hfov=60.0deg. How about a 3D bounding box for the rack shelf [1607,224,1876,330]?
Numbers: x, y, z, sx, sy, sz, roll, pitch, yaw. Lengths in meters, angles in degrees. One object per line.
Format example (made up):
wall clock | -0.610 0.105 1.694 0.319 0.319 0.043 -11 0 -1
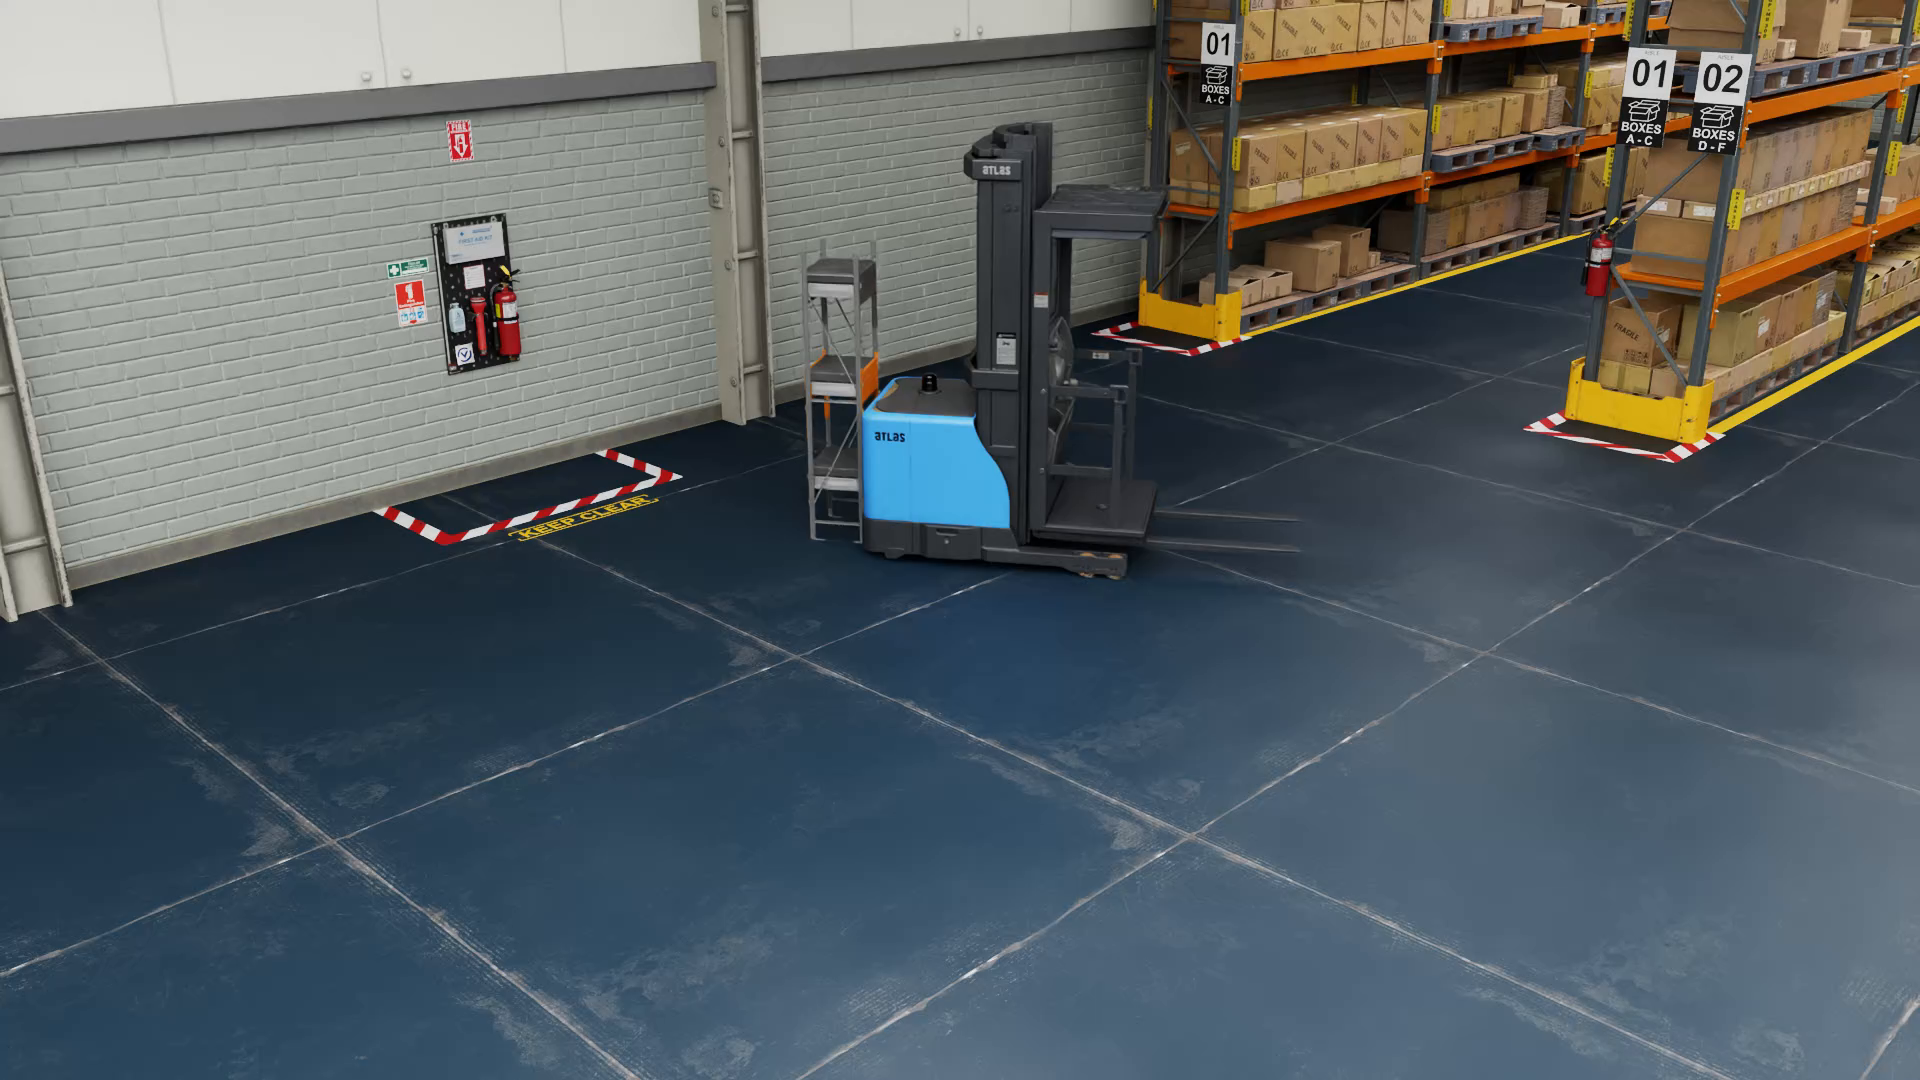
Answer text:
rack shelf | 7.359 -2.588 15.629 1.077 0.370 4.000 19 28 41

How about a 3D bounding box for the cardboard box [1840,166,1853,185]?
cardboard box | 8.364 -3.533 16.041 0.380 0.149 0.250 18 28 39

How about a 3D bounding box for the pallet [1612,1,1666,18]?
pallet | 9.182 -7.484 23.447 1.213 0.211 1.003 -19 28 -40

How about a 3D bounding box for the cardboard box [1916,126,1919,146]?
cardboard box | 11.904 -4.899 19.914 0.700 0.500 0.500 9 23 23

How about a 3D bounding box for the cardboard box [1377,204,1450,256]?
cardboard box | 5.704 -3.909 20.934 0.500 0.500 0.700 -19 28 -40

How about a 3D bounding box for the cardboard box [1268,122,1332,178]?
cardboard box | 3.678 -4.241 18.064 0.500 0.500 0.500 18 27 39

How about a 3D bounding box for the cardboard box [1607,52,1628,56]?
cardboard box | 9.916 -7.089 24.710 0.500 0.250 0.500 20 28 41

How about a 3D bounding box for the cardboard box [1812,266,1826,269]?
cardboard box | 8.832 -2.788 17.613 0.500 0.311 0.500 19 28 41

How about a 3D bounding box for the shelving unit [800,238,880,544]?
shelving unit | -0.839 -1.055 11.893 0.431 2.100 0.503 4 21 10

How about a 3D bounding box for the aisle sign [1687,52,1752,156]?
aisle sign | 6.138 -3.530 13.453 0.394 0.787 0.004 19 28 41

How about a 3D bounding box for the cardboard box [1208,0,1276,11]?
cardboard box | 2.855 -5.610 16.746 0.500 0.500 0.500 17 27 37

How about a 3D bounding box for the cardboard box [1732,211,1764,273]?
cardboard box | 6.662 -2.709 14.803 0.500 0.500 0.700 -19 28 -41

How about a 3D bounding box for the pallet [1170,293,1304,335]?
pallet | 3.057 -2.566 18.457 1.003 0.211 1.213 19 28 41

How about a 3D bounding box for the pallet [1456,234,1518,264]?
pallet | 6.596 -3.891 21.903 1.003 0.211 1.213 19 28 41

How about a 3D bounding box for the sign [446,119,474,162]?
sign | -3.733 -2.982 12.420 0.001 0.298 0.199 19 28 41

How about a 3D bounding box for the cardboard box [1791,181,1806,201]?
cardboard box | 7.465 -3.201 15.178 0.380 0.149 0.250 20 28 41

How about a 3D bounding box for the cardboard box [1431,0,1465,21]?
cardboard box | 5.642 -6.440 19.743 0.500 0.500 0.500 -15 26 -35

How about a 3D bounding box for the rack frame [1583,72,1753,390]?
rack frame | 5.964 -2.410 14.163 1.000 3.000 0.127 19 28 41

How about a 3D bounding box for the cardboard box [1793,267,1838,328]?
cardboard box | 8.231 -2.401 16.342 0.500 0.500 0.500 19 28 41

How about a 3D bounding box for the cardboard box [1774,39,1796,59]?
cardboard box | 6.911 -4.212 14.241 0.380 0.149 0.250 19 28 41

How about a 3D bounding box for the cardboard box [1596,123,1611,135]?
cardboard box | 8.817 -5.733 23.133 0.250 0.149 0.380 -19 28 -40

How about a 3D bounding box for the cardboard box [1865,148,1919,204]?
cardboard box | 10.019 -3.942 18.010 0.500 0.500 0.500 19 28 41

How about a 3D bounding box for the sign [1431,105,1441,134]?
sign | 5.597 -4.947 19.558 0.100 0.325 0.005 19 28 41

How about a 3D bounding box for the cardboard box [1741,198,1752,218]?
cardboard box | 6.574 -2.875 14.329 0.380 0.149 0.250 18 28 39

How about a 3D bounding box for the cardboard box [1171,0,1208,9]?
cardboard box | 2.526 -5.748 17.106 0.500 0.500 0.500 -19 28 -40

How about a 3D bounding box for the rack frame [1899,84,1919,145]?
rack frame | 11.545 -4.466 19.513 1.000 3.000 0.127 19 28 41

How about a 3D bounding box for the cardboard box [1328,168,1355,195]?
cardboard box | 4.046 -4.030 18.559 0.500 0.250 0.500 20 28 41

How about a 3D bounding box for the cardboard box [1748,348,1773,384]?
cardboard box | 7.193 -1.662 15.465 0.500 0.250 0.500 19 28 41

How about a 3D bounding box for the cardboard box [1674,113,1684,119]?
cardboard box | 10.592 -6.397 24.858 0.250 0.149 0.380 -20 28 -41

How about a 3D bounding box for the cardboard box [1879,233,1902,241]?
cardboard box | 10.609 -3.442 19.315 0.500 0.311 0.500 18 28 39

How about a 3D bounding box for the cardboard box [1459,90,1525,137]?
cardboard box | 6.819 -5.508 21.471 0.700 0.500 0.500 19 28 41

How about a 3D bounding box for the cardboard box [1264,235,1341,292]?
cardboard box | 3.905 -3.165 18.999 0.700 0.500 0.500 17 27 37

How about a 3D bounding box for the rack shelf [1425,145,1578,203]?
rack shelf | 6.598 -4.855 21.528 1.077 0.370 4.000 19 28 41

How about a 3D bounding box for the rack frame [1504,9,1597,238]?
rack frame | 7.993 -5.705 22.736 1.000 3.000 0.127 19 28 41

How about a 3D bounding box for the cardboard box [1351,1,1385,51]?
cardboard box | 4.306 -5.662 18.278 0.500 0.500 0.500 18 27 39

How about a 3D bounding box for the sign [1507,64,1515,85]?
sign | 7.593 -6.383 22.888 0.100 0.325 0.005 19 28 41

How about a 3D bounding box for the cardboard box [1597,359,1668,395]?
cardboard box | 6.127 -1.534 15.132 0.500 0.250 0.500 19 28 41

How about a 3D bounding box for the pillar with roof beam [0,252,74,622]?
pillar with roof beam | -3.006 -2.683 6.512 9.100 9.000 0.400 19 28 41

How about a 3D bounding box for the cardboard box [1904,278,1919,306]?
cardboard box | 10.286 -2.787 18.393 0.500 0.250 0.500 -20 28 -41

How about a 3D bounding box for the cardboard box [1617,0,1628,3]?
cardboard box | 9.018 -7.784 23.213 0.500 0.500 0.700 -18 28 -39

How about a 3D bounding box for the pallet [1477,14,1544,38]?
pallet | 6.431 -6.389 20.596 1.213 0.211 1.003 19 28 41

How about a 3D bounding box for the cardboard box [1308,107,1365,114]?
cardboard box | 4.362 -4.765 19.428 0.500 0.500 0.500 19 28 40

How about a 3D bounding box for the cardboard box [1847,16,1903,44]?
cardboard box | 9.191 -5.120 16.657 0.500 0.250 0.500 -17 27 -37

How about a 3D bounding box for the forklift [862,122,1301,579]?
forklift | 0.881 -1.306 11.388 3.031 2.935 1.130 4 21 10

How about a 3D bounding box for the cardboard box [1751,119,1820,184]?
cardboard box | 7.399 -3.587 15.279 0.700 0.500 0.500 19 28 41

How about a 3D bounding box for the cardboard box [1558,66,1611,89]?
cardboard box | 8.515 -6.309 22.682 0.500 0.250 0.500 -19 28 -41

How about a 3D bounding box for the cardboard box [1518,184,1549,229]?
cardboard box | 7.528 -4.545 22.590 0.500 0.500 0.700 -20 29 -41

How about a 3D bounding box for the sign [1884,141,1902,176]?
sign | 9.153 -3.740 16.308 0.100 0.325 0.005 19 28 41

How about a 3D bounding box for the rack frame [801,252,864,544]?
rack frame | -0.886 -0.969 11.669 0.400 2.100 0.015 4 21 10

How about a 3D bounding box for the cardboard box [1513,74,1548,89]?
cardboard box | 7.560 -6.077 22.048 0.380 0.149 0.250 14 25 32

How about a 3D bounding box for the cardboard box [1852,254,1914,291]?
cardboard box | 9.935 -2.917 17.948 0.500 0.311 0.500 18 27 39

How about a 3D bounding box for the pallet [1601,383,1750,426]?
pallet | 6.468 -1.315 15.202 1.003 0.211 1.213 19 28 41

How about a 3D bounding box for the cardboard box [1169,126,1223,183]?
cardboard box | 2.589 -4.112 17.728 0.500 0.500 0.500 19 28 40

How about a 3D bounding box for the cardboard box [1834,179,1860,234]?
cardboard box | 8.450 -3.369 16.519 0.700 0.500 0.500 18 28 39
